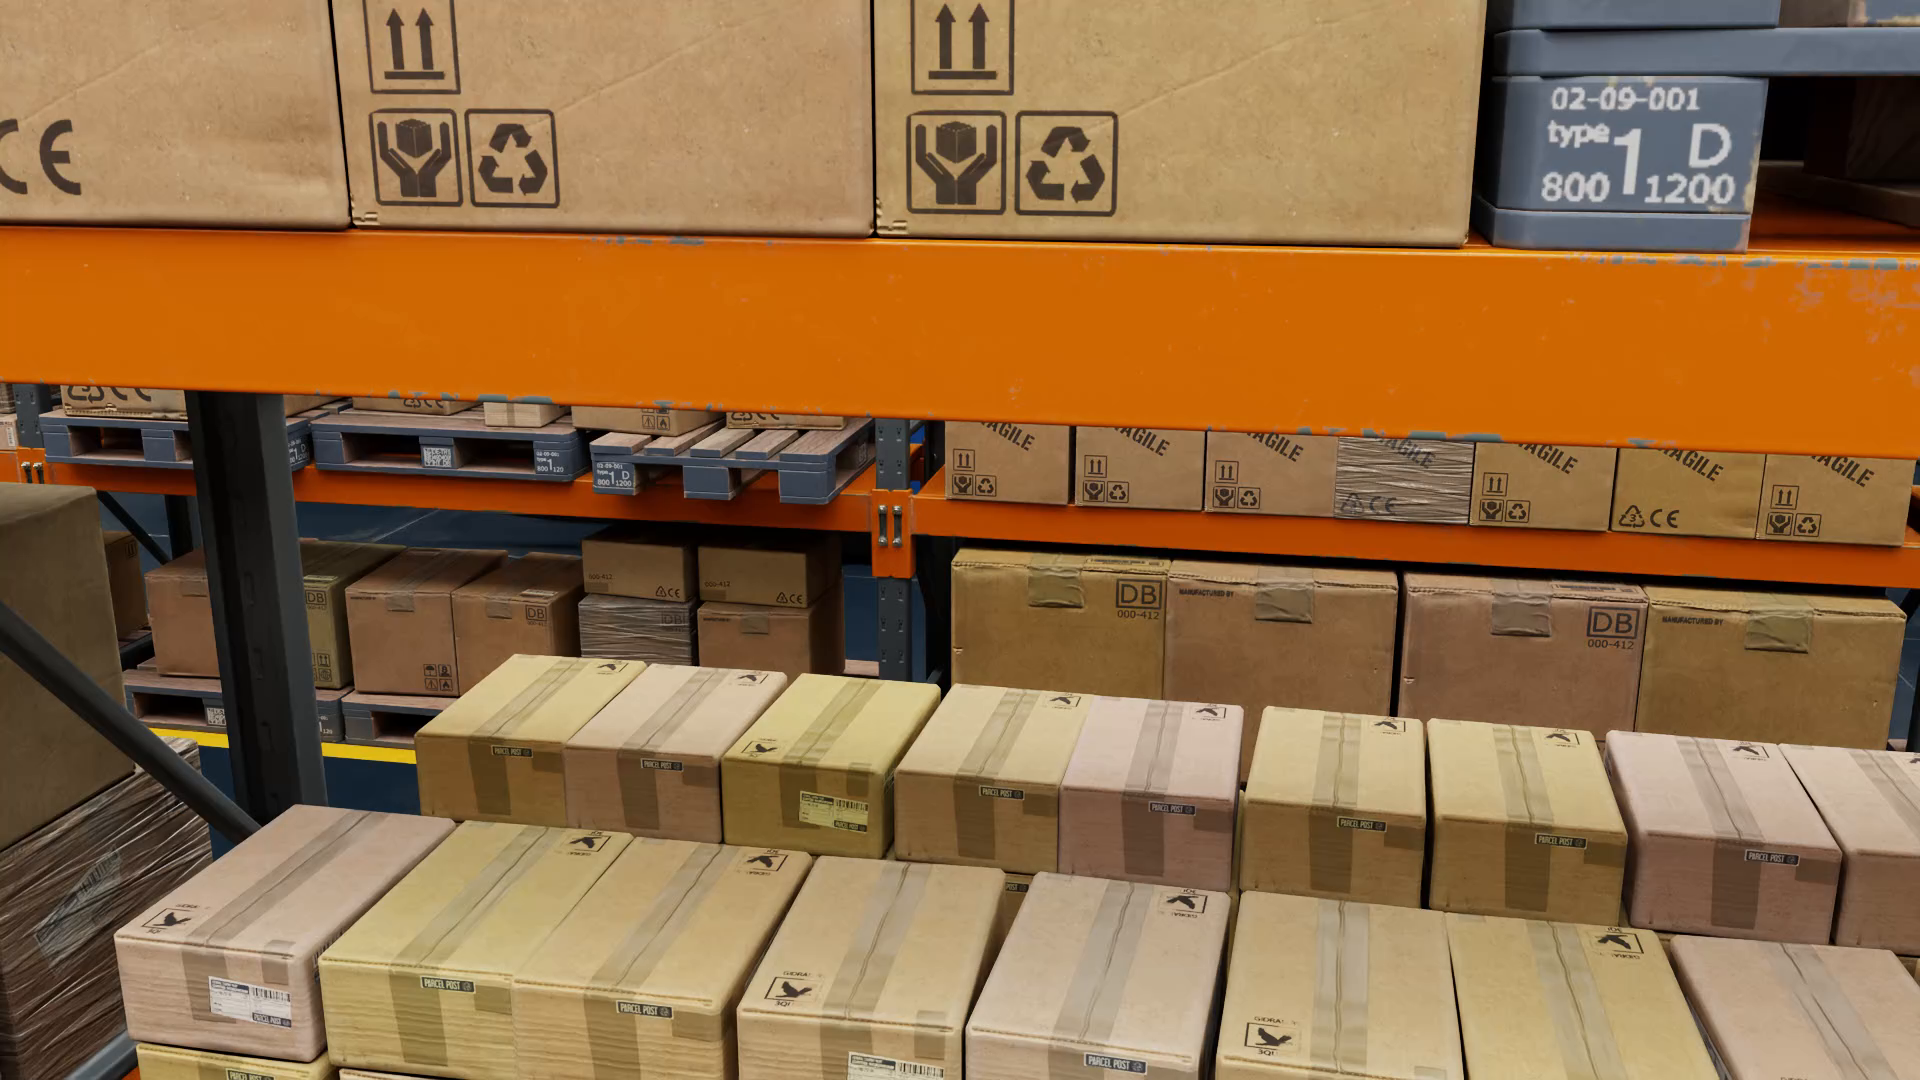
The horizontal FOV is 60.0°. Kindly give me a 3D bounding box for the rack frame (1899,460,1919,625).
[{"bbox_3d":[3.736,-0.290,6.421,0.053,2.616,0.949,3,16,11],"label":"rack frame"}]

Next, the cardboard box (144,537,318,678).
[{"bbox_3d":[-3.505,0.314,8.097,0.500,0.500,0.700,2,16,7],"label":"cardboard box"}]

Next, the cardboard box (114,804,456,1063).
[{"bbox_3d":[-0.852,0.496,2.153,0.250,0.149,0.380,3,16,11],"label":"cardboard box"}]

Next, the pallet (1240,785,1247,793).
[{"bbox_3d":[1.766,0.967,7.105,1.213,0.211,1.003,3,16,11],"label":"pallet"}]

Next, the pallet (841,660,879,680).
[{"bbox_3d":[-0.949,0.798,7.716,1.213,0.211,1.003,3,16,11],"label":"pallet"}]

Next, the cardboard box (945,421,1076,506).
[{"bbox_3d":[0.239,-0.455,6.828,0.500,0.500,0.500,4,16,13],"label":"cardboard box"}]

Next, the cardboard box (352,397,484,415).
[{"bbox_3d":[-2.386,-0.901,7.645,0.637,0.503,0.797,5,16,17],"label":"cardboard box"}]

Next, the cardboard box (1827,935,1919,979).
[{"bbox_3d":[1.328,0.581,2.403,0.250,0.149,0.380,4,16,13],"label":"cardboard box"}]

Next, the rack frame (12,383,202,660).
[{"bbox_3d":[-4.103,-0.717,7.960,0.127,3.000,1.000,3,16,11],"label":"rack frame"}]

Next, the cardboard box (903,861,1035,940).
[{"bbox_3d":[0.070,0.511,2.654,0.250,0.149,0.380,3,16,11],"label":"cardboard box"}]

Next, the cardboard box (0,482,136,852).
[{"bbox_3d":[-1.708,0.232,2.476,0.500,0.500,0.700,3,16,11],"label":"cardboard box"}]

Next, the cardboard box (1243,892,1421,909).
[{"bbox_3d":[0.569,0.539,2.555,0.250,0.149,0.380,4,16,12],"label":"cardboard box"}]

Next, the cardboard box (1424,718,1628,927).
[{"bbox_3d":[0.823,0.410,2.463,0.250,0.149,0.380,4,16,13],"label":"cardboard box"}]

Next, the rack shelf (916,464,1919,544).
[{"bbox_3d":[1.777,-0.145,6.878,3.809,0.124,0.919,3,16,11],"label":"rack shelf"}]

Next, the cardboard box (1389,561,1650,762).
[{"bbox_3d":[2.230,0.454,6.926,0.875,0.875,1.225,3,16,9],"label":"cardboard box"}]

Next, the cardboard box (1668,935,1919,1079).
[{"bbox_3d":[0.940,0.593,1.801,0.250,0.149,0.380,2,16,9],"label":"cardboard box"}]

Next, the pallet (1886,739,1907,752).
[{"bbox_3d":[4.466,1.114,6.576,1.213,0.211,1.003,3,16,11],"label":"pallet"}]

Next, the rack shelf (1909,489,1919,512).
[{"bbox_3d":[5.697,0.033,6.100,3.809,0.052,0.919,3,16,11],"label":"rack shelf"}]

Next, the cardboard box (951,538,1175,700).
[{"bbox_3d":[0.489,0.360,7.268,0.875,0.875,1.225,2,16,8],"label":"cardboard box"}]

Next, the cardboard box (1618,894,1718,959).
[{"bbox_3d":[1.068,0.567,2.454,0.250,0.149,0.380,3,16,10],"label":"cardboard box"}]

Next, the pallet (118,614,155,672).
[{"bbox_3d":[-4.768,0.601,8.428,1.213,0.211,1.003,3,16,11],"label":"pallet"}]

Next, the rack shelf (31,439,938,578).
[{"bbox_3d":[-2.143,-0.264,7.672,4.000,0.370,1.077,3,16,11],"label":"rack shelf"}]

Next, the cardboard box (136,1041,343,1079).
[{"bbox_3d":[-0.837,0.642,2.183,0.250,0.149,0.380,4,16,14],"label":"cardboard box"}]

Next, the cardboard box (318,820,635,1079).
[{"bbox_3d":[-0.592,0.509,2.105,0.250,0.149,0.380,3,16,10],"label":"cardboard box"}]

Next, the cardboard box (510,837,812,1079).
[{"bbox_3d":[-0.353,0.523,2.053,0.250,0.149,0.380,3,16,11],"label":"cardboard box"}]

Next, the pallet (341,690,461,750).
[{"bbox_3d":[-2.140,0.732,7.952,1.213,0.211,1.003,3,16,11],"label":"pallet"}]

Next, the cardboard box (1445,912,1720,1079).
[{"bbox_3d":[0.676,0.579,1.851,0.270,0.149,0.393,4,16,13],"label":"cardboard box"}]

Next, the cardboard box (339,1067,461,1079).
[{"bbox_3d":[-0.571,0.656,2.133,0.250,0.149,0.380,4,16,14],"label":"cardboard box"}]

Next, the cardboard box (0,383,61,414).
[{"bbox_3d":[-4.531,-0.948,8.052,0.500,0.500,0.875,3,16,11],"label":"cardboard box"}]

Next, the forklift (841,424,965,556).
[{"bbox_3d":[-18.403,-4.185,20.775,38.697,2.843,19.219,1,16,5],"label":"forklift"}]

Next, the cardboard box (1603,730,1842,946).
[{"bbox_3d":[1.088,0.423,2.415,0.250,0.149,0.380,4,16,13],"label":"cardboard box"}]

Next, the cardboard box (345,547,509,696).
[{"bbox_3d":[-2.493,0.374,7.881,0.500,0.500,0.700,2,16,6],"label":"cardboard box"}]

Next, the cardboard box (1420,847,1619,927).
[{"bbox_3d":[0.822,0.552,2.505,0.250,0.149,0.380,3,16,10],"label":"cardboard box"}]

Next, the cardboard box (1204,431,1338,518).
[{"bbox_3d":[1.248,-0.402,6.637,0.500,0.500,0.500,3,16,10],"label":"cardboard box"}]

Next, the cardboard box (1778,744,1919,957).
[{"bbox_3d":[1.335,0.437,2.366,0.250,0.149,0.380,3,16,11],"label":"cardboard box"}]

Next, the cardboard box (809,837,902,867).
[{"bbox_3d":[-0.175,0.498,2.703,0.250,0.149,0.380,3,16,12],"label":"cardboard box"}]

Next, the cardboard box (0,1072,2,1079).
[{"bbox_3d":[-1.961,0.702,2.650,1.009,0.500,1.038,3,16,11],"label":"cardboard box"}]

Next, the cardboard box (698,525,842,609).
[{"bbox_3d":[-0.846,0.100,7.467,0.500,0.250,0.500,4,16,13],"label":"cardboard box"}]

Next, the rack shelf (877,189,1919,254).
[{"bbox_3d":[0.689,-0.298,1.813,3.809,0.124,0.919,3,16,11],"label":"rack shelf"}]

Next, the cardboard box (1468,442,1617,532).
[{"bbox_3d":[2.227,-0.347,6.438,0.500,0.500,0.500,3,16,10],"label":"cardboard box"}]

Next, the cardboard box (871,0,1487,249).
[{"bbox_3d":[0.219,-0.556,1.572,0.500,0.500,0.500,3,16,11],"label":"cardboard box"}]

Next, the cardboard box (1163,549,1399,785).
[{"bbox_3d":[1.361,0.409,7.089,0.875,0.875,1.225,3,16,11],"label":"cardboard box"}]

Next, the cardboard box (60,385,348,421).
[{"bbox_3d":[-3.352,-1.129,7.539,1.000,1.000,1.000,3,16,11],"label":"cardboard box"}]

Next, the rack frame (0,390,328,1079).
[{"bbox_3d":[-1.270,0.788,2.527,0.127,3.000,1.000,3,16,11],"label":"rack frame"}]

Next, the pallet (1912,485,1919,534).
[{"bbox_3d":[6.651,-0.150,11.137,1.213,0.211,1.003,3,16,11],"label":"pallet"}]

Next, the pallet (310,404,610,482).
[{"bbox_3d":[-2.131,-0.506,7.559,1.213,0.211,1.003,3,16,11],"label":"pallet"}]
